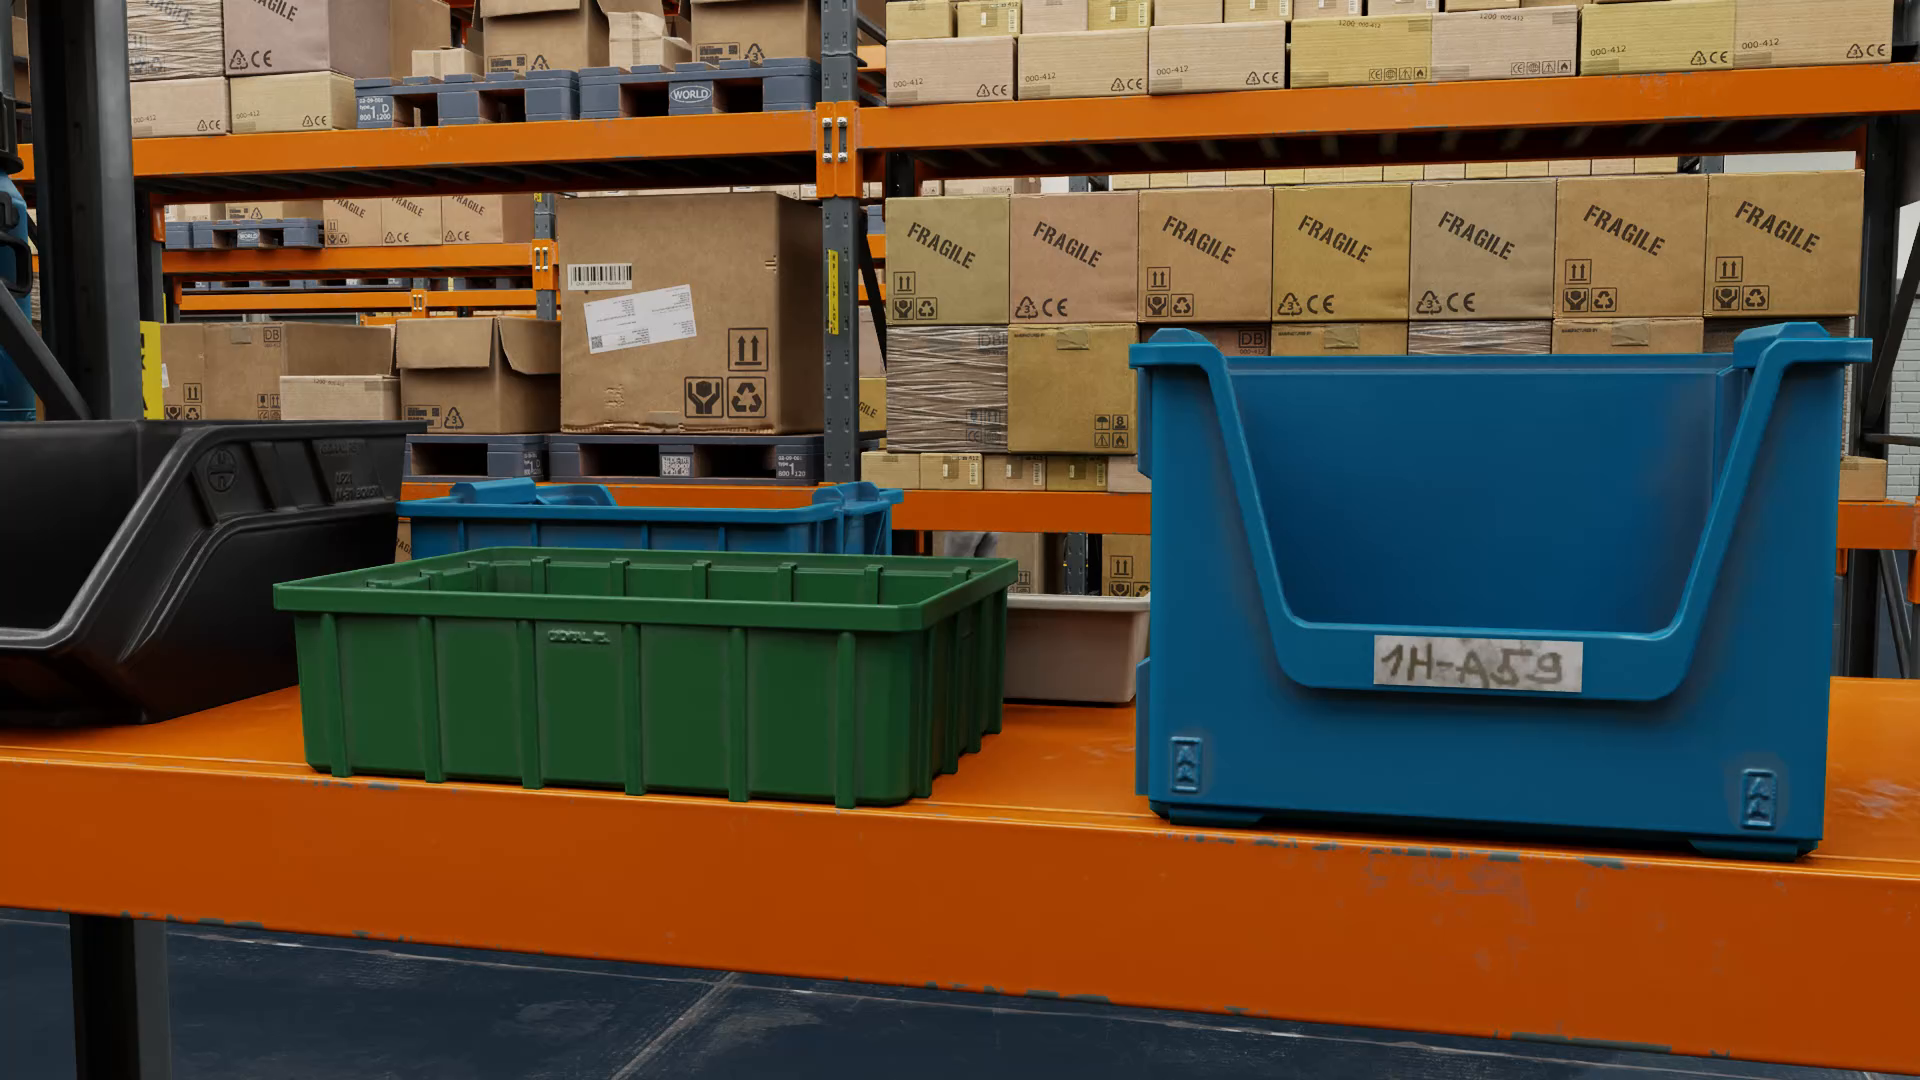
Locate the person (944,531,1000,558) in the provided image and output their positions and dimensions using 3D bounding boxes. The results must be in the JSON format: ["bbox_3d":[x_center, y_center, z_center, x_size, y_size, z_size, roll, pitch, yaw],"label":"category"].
[{"bbox_3d":[0.025,-0.066,10.412,0.459,1.686,0.562,-4,7,-42],"label":"person"}]
